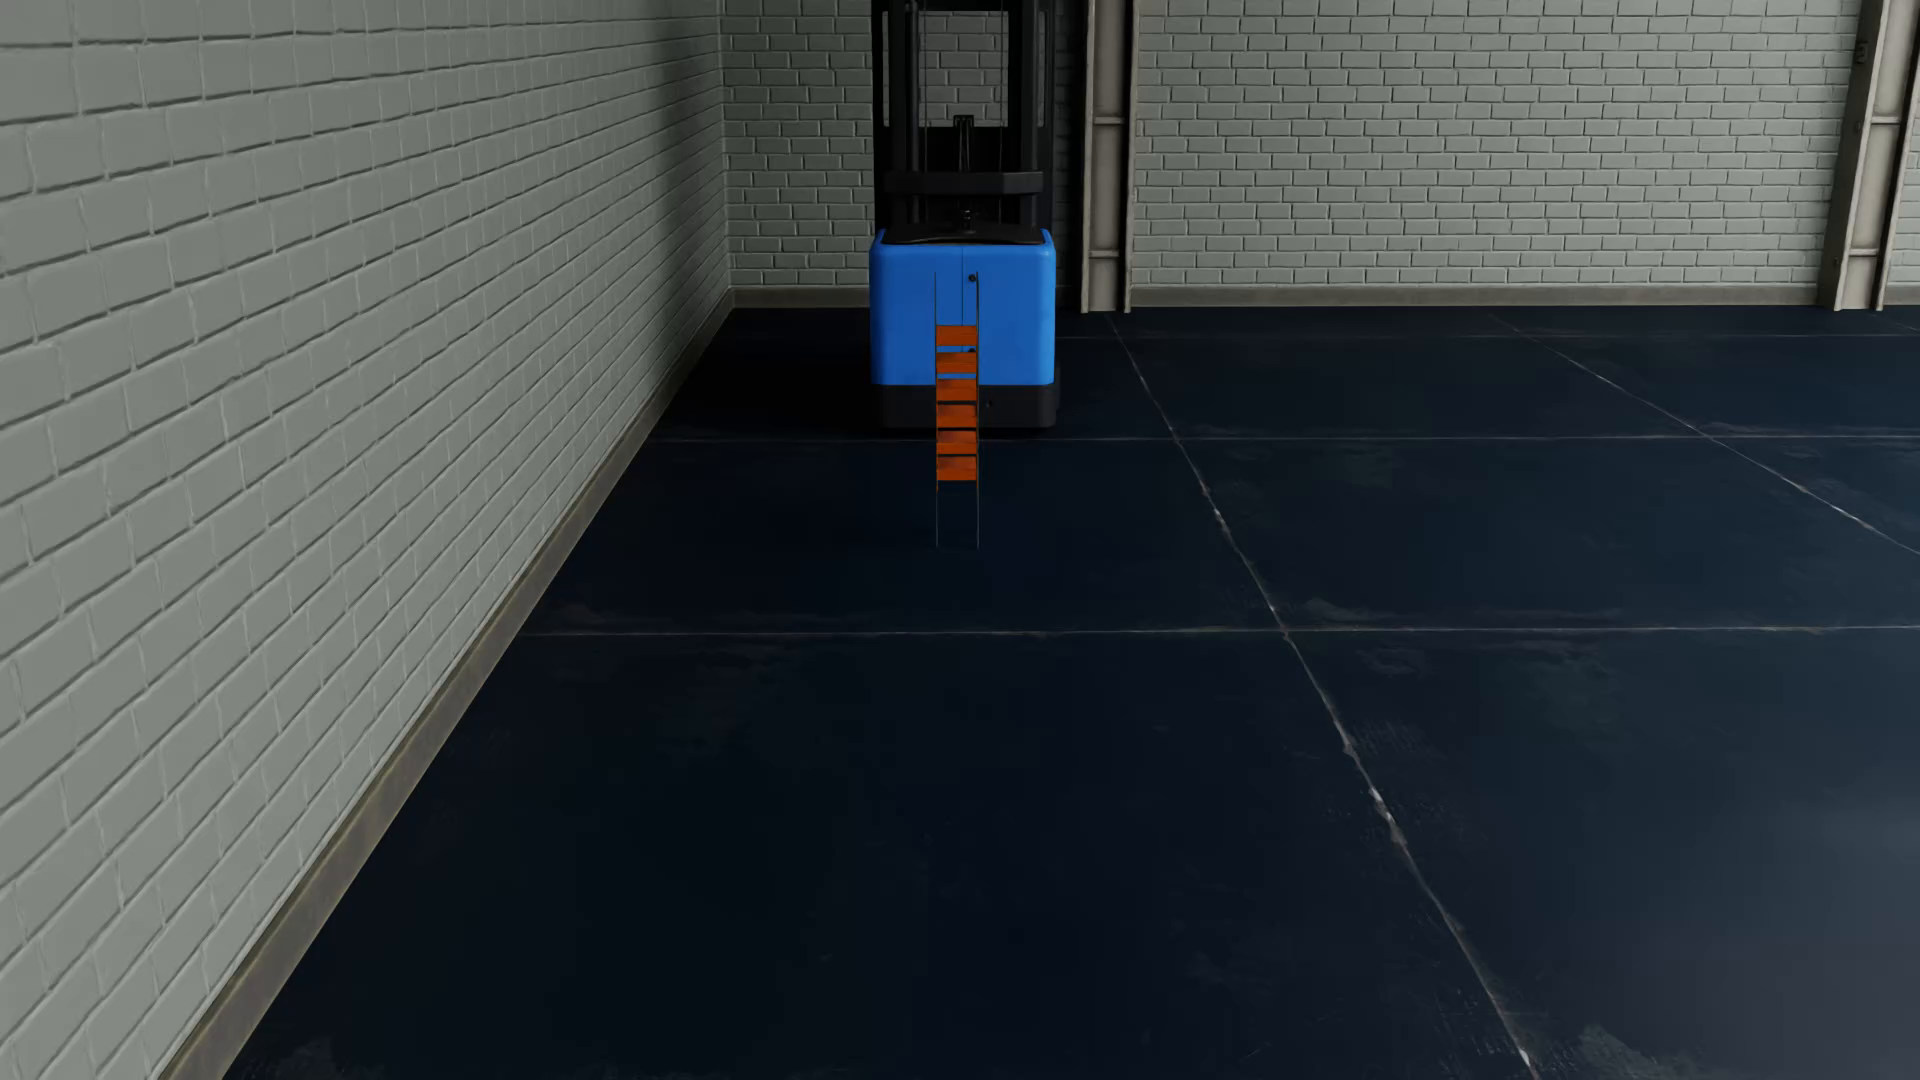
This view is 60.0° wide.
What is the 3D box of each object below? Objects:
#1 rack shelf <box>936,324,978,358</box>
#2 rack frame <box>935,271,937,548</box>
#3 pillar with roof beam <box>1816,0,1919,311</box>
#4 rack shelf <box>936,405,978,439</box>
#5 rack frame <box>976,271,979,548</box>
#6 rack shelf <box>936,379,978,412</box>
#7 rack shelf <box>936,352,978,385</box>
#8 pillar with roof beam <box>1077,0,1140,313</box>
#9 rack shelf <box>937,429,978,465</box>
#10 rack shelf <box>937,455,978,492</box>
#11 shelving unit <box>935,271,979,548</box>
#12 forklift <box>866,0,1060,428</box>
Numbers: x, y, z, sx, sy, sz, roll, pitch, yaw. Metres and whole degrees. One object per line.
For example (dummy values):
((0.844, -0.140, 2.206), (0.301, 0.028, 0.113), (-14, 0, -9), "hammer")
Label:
((-0.014, -0.872, 7.268), (0.180, 0.103, 0.258), (0, 18, -1), "rack shelf")
((-0.106, -0.571, 7.363), (0.006, 1.200, 0.240), (0, 18, -1), "rack frame")
((7.214, -4.842, 7.909), (0.400, 9.000, 9.100), (0, 18, -1), "pillar with roof beam")
((-0.014, -0.529, 7.378), (0.180, 0.103, 0.258), (0, 18, -1), "rack shelf")
((0.077, -0.572, 7.365), (0.006, 1.200, 0.240), (0, 18, -1), "rack frame")
((-0.014, -0.643, 7.341), (0.180, 0.103, 0.258), (0, 18, -1), "rack shelf")
((-0.014, -0.757, 7.304), (0.180, 0.103, 0.258), (0, 18, -1), "rack shelf")
((1.215, -4.813, 7.818), (0.400, 9.000, 9.100), (0, 18, -1), "pillar with roof beam")
((-0.014, -0.415, 7.414), (0.180, 0.103, 0.258), (0, 18, -1), "rack shelf")
((-0.014, -0.300, 7.451), (0.180, 0.103, 0.258), (0, 18, -1), "rack shelf")
((-0.014, -0.571, 7.364), (0.189, 1.200, 0.258), (0, 18, -1), "shelving unit")
((0.024, -2.413, 10.271), (1.130, 2.935, 3.031), (0, 18, 0), "forklift")
